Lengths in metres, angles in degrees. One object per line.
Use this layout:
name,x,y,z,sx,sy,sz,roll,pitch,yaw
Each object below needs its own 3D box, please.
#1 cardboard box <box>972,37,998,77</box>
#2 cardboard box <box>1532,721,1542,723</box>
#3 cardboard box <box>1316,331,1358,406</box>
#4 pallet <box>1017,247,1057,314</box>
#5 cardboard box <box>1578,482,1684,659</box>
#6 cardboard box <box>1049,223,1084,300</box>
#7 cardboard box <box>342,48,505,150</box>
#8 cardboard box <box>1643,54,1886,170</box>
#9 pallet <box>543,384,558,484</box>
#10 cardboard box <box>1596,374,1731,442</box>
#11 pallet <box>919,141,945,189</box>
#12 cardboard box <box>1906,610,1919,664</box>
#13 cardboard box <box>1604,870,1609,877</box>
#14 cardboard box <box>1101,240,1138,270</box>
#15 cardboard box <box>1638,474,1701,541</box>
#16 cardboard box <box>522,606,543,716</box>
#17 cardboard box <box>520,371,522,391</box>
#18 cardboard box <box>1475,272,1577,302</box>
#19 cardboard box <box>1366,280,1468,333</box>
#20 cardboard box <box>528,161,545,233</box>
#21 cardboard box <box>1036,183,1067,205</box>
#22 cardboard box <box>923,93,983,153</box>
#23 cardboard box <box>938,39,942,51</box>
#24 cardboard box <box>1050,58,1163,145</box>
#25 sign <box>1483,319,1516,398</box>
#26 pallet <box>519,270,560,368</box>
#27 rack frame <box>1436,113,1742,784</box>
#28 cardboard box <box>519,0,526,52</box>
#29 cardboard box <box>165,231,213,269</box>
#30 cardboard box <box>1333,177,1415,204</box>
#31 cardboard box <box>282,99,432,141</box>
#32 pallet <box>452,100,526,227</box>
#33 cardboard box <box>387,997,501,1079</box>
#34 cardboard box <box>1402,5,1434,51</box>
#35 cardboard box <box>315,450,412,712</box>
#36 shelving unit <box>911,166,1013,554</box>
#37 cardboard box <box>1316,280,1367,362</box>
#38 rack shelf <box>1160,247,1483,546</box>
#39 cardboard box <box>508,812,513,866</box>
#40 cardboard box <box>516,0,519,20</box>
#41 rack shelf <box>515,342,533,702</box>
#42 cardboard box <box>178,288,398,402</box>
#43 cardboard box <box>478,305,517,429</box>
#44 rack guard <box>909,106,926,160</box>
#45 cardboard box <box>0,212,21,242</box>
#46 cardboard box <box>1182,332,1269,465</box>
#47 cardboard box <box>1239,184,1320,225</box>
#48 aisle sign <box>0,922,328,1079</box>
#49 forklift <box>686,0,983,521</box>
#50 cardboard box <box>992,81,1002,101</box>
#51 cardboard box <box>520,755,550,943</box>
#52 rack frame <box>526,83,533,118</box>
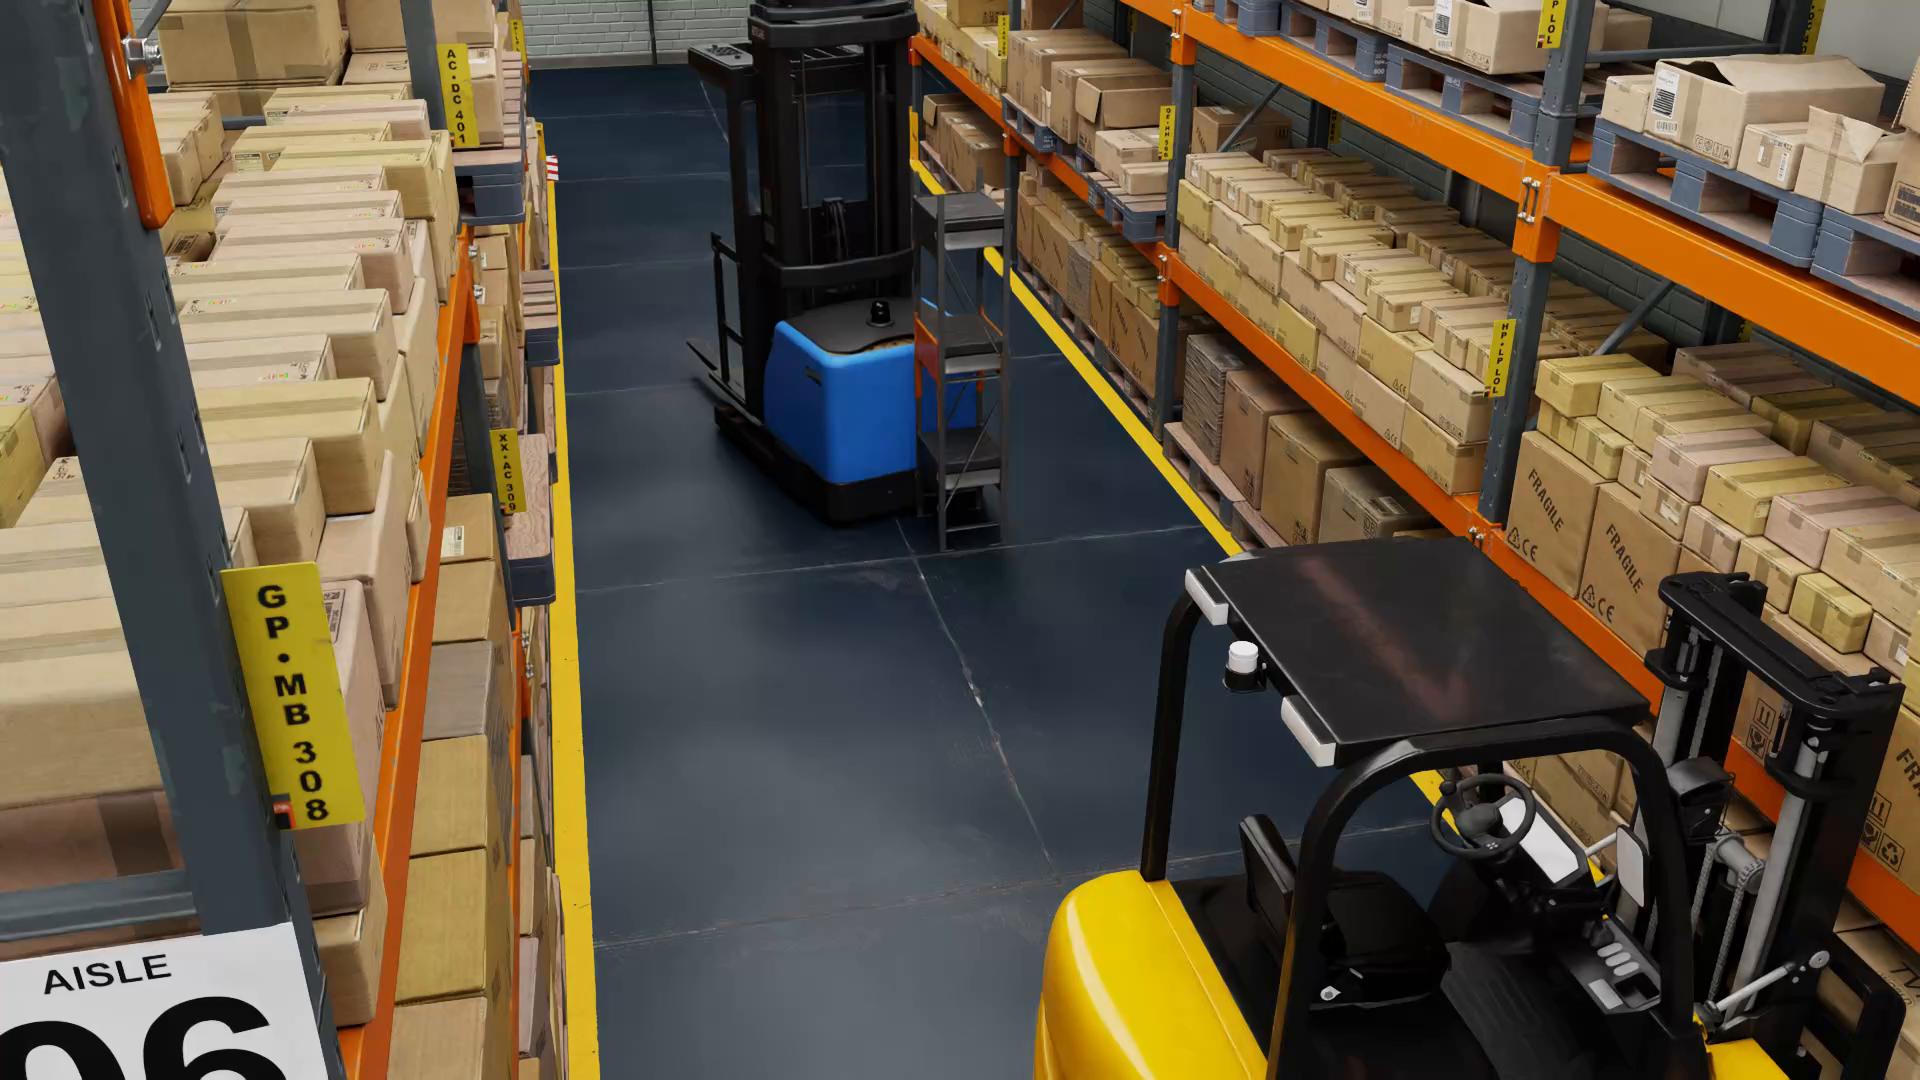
cardboard box,0.409,-4.300,14.776,0.500,0.250,0.500,-6,27,-11
cardboard box,2.495,0.533,6.840,0.500,0.250,0.500,-6,27,-12
cardboard box,2.122,-0.873,8.318,0.500,0.250,0.500,-6,27,-11
pallet,1.109,-2.218,13.911,1.003,0.211,1.213,-6,27,-12
cardboard box,2.671,0.099,6.113,0.500,0.500,0.500,-5,27,-11
cardboard box,1.016,-2.200,13.089,0.500,0.500,0.500,-7,28,-13
cardboard box,-1.885,-1.556,5.874,0.500,0.250,0.500,-7,28,-13
cardboard box,2.642,-1.446,5.479,0.500,0.311,0.500,-5,27,-11
pallet,-3.149,-0.664,10.831,1.003,0.211,1.213,-6,27,-12
cardboard box,2.639,-0.497,6.246,0.380,0.149,0.250,-6,27,-11
pallet,0.185,-3.944,17.330,1.003,0.211,1.213,-6,27,-12
cardboard box,2.922,0.299,4.668,0.380,0.149,0.250,-5,27,-11
cardboard box,2.738,1.427,6.179,0.500,0.250,0.500,-5,27,-11
cardboard box,1.252,-2.079,12.129,0.380,0.149,0.250,-6,27,-12
cardboard box,2.636,-0.131,5.850,0.380,0.149,0.250,-5,27,-10
cardboard box,-2.430,0.642,7.600,0.950,0.372,0.625,-4,27,-8
cardboard box,-2.227,-0.724,7.668,0.380,0.149,0.250,-5,27,-10
cardboard box,2.679,-1.158,7.884,0.380,0.149,0.250,-6,27,-12
cardboard box,2.130,-1.092,7.754,0.380,0.149,0.250,-7,28,-13
cardboard box,-4.186,-3.034,14.809,0.875,0.438,0.875,-7,28,-13
cardboard box,0.848,-2.879,13.714,0.380,0.149,0.250,-7,28,-13
cardboard box,0.033,-4.367,17.378,0.797,0.503,0.637,-7,28,-14
cardboard box,-0.013,-4.952,16.511,0.380,0.149,0.250,-5,27,-10
cardboard box,1.073,-3.242,12.266,0.700,0.500,0.500,-6,27,-12
sign,2.165,-0.727,6.663,0.100,0.325,0.005,-6,27,-12
pallet,-2.781,-1.167,8.946,1.213,0.211,1.003,-6,27,-12
rack frame,2.692,-0.304,7.024,1.000,3.000,0.127,-6,27,-12
cardboard box,-4.481,-4.927,16.071,0.500,0.500,0.500,-6,27,-11
cardboard box,-2.086,-0.536,3.990,0.500,0.250,0.500,-6,27,-11
cardboard box,2.351,-1.948,9.450,0.380,0.149,0.250,-6,28,-13
cardboard box,-1.726,-1.158,4.781,0.380,0.149,0.250,-7,28,-13
pallet,-2.179,-1.336,5.947,1.213,0.211,1.003,-6,27,-12
cardboard box,-1.198,1.317,3.371,0.500,0.500,0.500,-5,27,-10
cardboard box,2.148,-2.215,7.183,0.380,0.149,0.250,-6,27,-12
cardboard box,-1.200,0.082,2.765,0.500,0.250,0.500,-6,27,-12
shelving unit,0.006,-0.991,9.383,0.431,2.100,0.503,-8,28,-15
cardboard box,2.099,-1.100,8.213,0.500,0.250,0.500,-5,27,-11
rack shelf,2.241,-0.861,8.926,1.077,0.370,4.000,-6,27,-12
cardboard box,-1.542,0.869,4.978,0.380,0.149,0.250,-6,27,-12
cardboard box,-4.253,-4.926,14.961,0.500,0.500,0.500,-6,27,-12
rack shelf,-2.594,-0.356,7.924,1.077,0.370,4.000,-6,27,-12
cardboard box,-1.304,-0.367,3.214,0.380,0.149,0.250,-5,27,-10
cardboard box,-2.083,-0.618,6.739,0.500,0.500,0.500,-6,27,-11
rack guard,0.004,-4.423,17.958,1.175,0.500,0.348,-6,27,-12
cardboard box,-2.044,-0.644,3.762,0.380,0.149,0.250,-6,27,-12
cardboard box,1.917,-0.913,10.398,0.875,0.625,0.625,-5,27,-10
cardboard box,1.791,-1.884,9.323,0.380,0.149,0.250,-6,27,-11
aisle sign,-0.926,0.792,1.966,0.394,0.787,0.004,-6,27,-12
forklift,-0.996,-2.050,10.558,1.130,2.935,3.031,-14,30,-25
cardboard box,0.491,-3.931,14.488,0.380,0.149,0.250,-5,27,-10
cardboard box,-1.749,1.139,5.918,0.500,0.500,0.500,-6,27,-12
rack frame,-4.848,-5.067,16.459,1.000,3.000,0.127,-6,27,-12
